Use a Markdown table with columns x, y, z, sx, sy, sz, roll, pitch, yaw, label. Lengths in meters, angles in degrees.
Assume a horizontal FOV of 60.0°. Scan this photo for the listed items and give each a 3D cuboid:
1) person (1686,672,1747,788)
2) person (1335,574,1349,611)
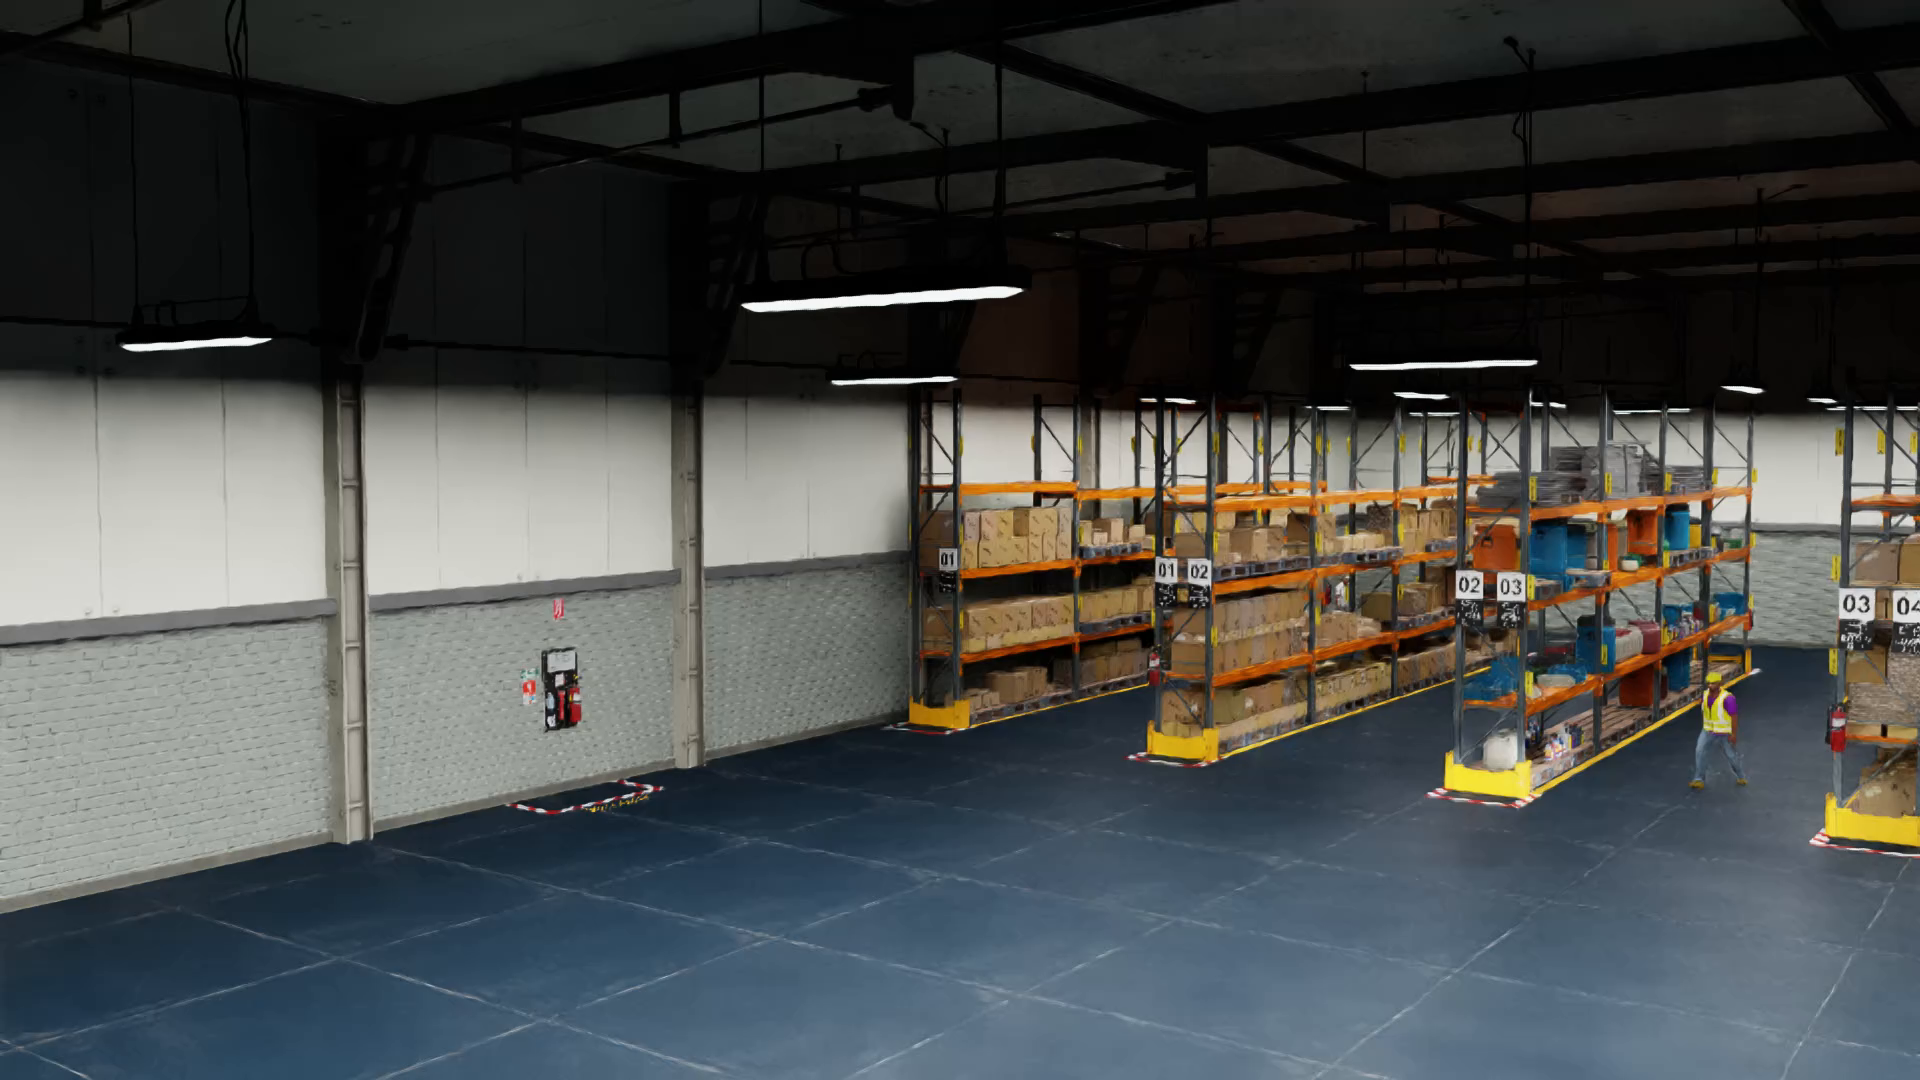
| x | y | z | sx | sy | sz | roll | pitch | yaw | label |
| --- | --- | --- | --- | --- | --- | --- | --- | --- | --- |
| 11.085 | 2.769 | 24.281 | 0.971 | 1.713 | 0.614 | -2 | 4 | -34 | person |
| 10.000 | 1.708 | 43.221 | 0.540 | 1.661 | 0.497 | 0 | 3 | -5 | person |
